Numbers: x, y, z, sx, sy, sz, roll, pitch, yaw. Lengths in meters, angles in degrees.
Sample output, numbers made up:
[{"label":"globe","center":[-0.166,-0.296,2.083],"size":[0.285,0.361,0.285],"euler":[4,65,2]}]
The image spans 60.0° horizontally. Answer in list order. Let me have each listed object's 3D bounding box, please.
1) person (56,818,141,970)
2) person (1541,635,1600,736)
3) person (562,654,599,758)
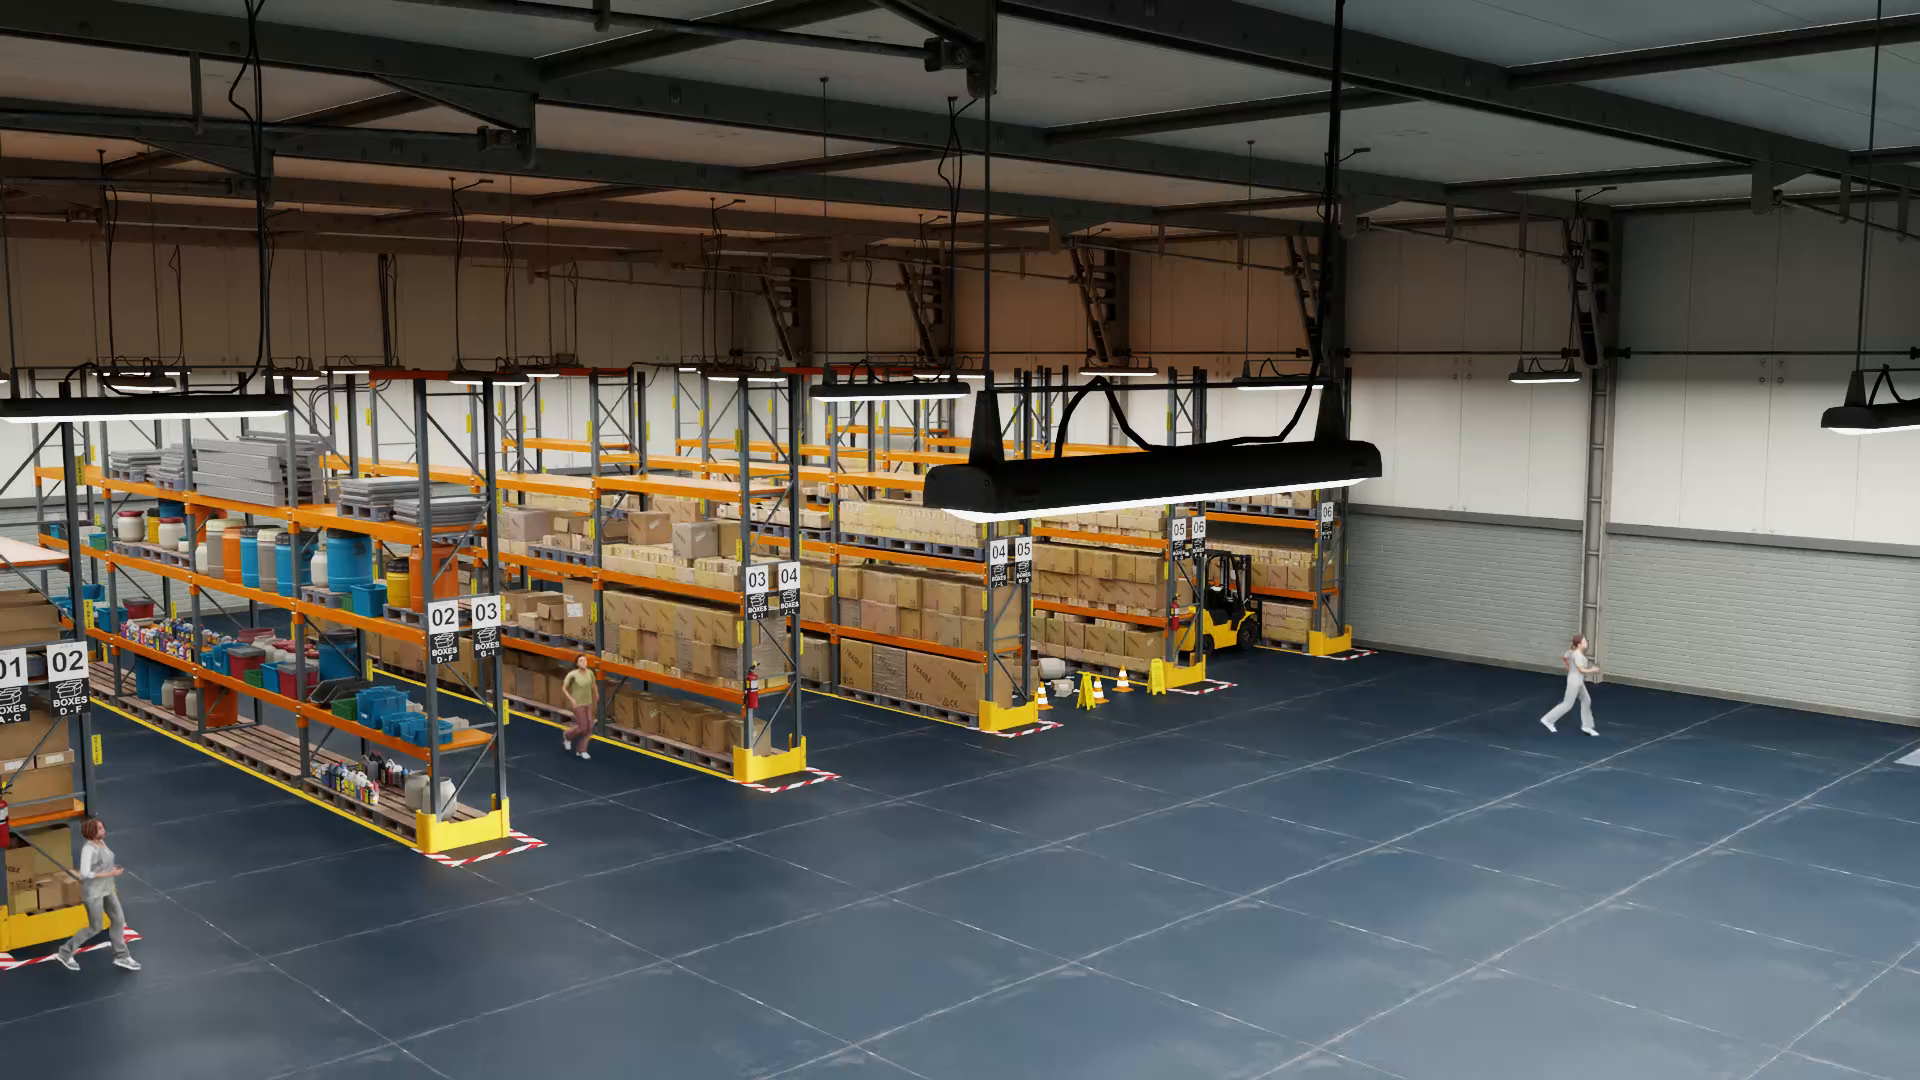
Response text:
[{"label":"person","center":[-8.810,3.629,16.930],"size":[0.765,1.622,0.546],"euler":[-1,6,-7]},{"label":"person","center":[10.117,2.400,27.505],"size":[0.955,1.695,0.575],"euler":[2,7,14]},{"label":"person","center":[-5.939,2.587,26.101],"size":[0.574,1.639,0.585],"euler":[-6,9,-44]}]
